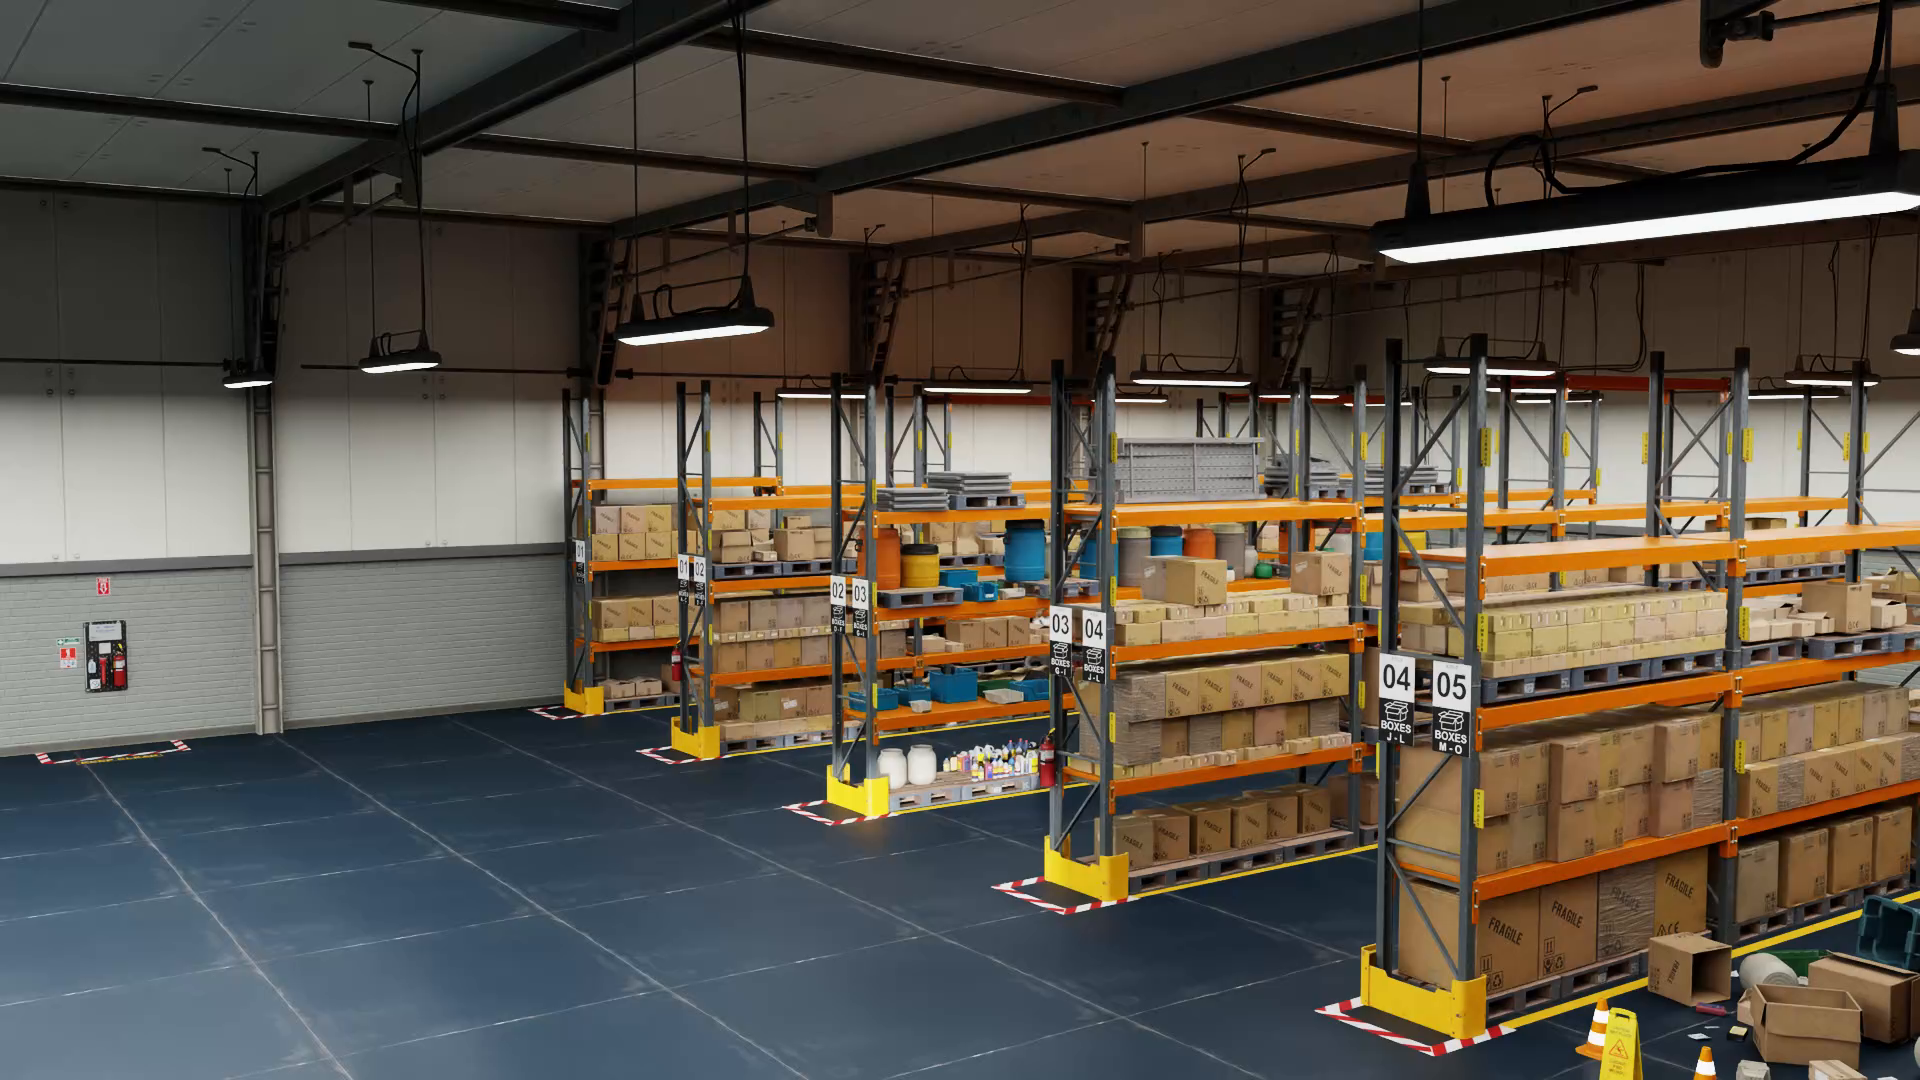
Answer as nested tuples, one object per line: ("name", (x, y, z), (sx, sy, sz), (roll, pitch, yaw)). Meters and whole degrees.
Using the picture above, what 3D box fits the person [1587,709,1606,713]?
("person", (8.068, 2.974, 21.206), (0.752, 1.849, 0.594), (-2, 4, -26))

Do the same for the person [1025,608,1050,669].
("person", (1.634, 2.137, 34.359), (0.956, 1.634, 0.536), (-3, 5, -40))
